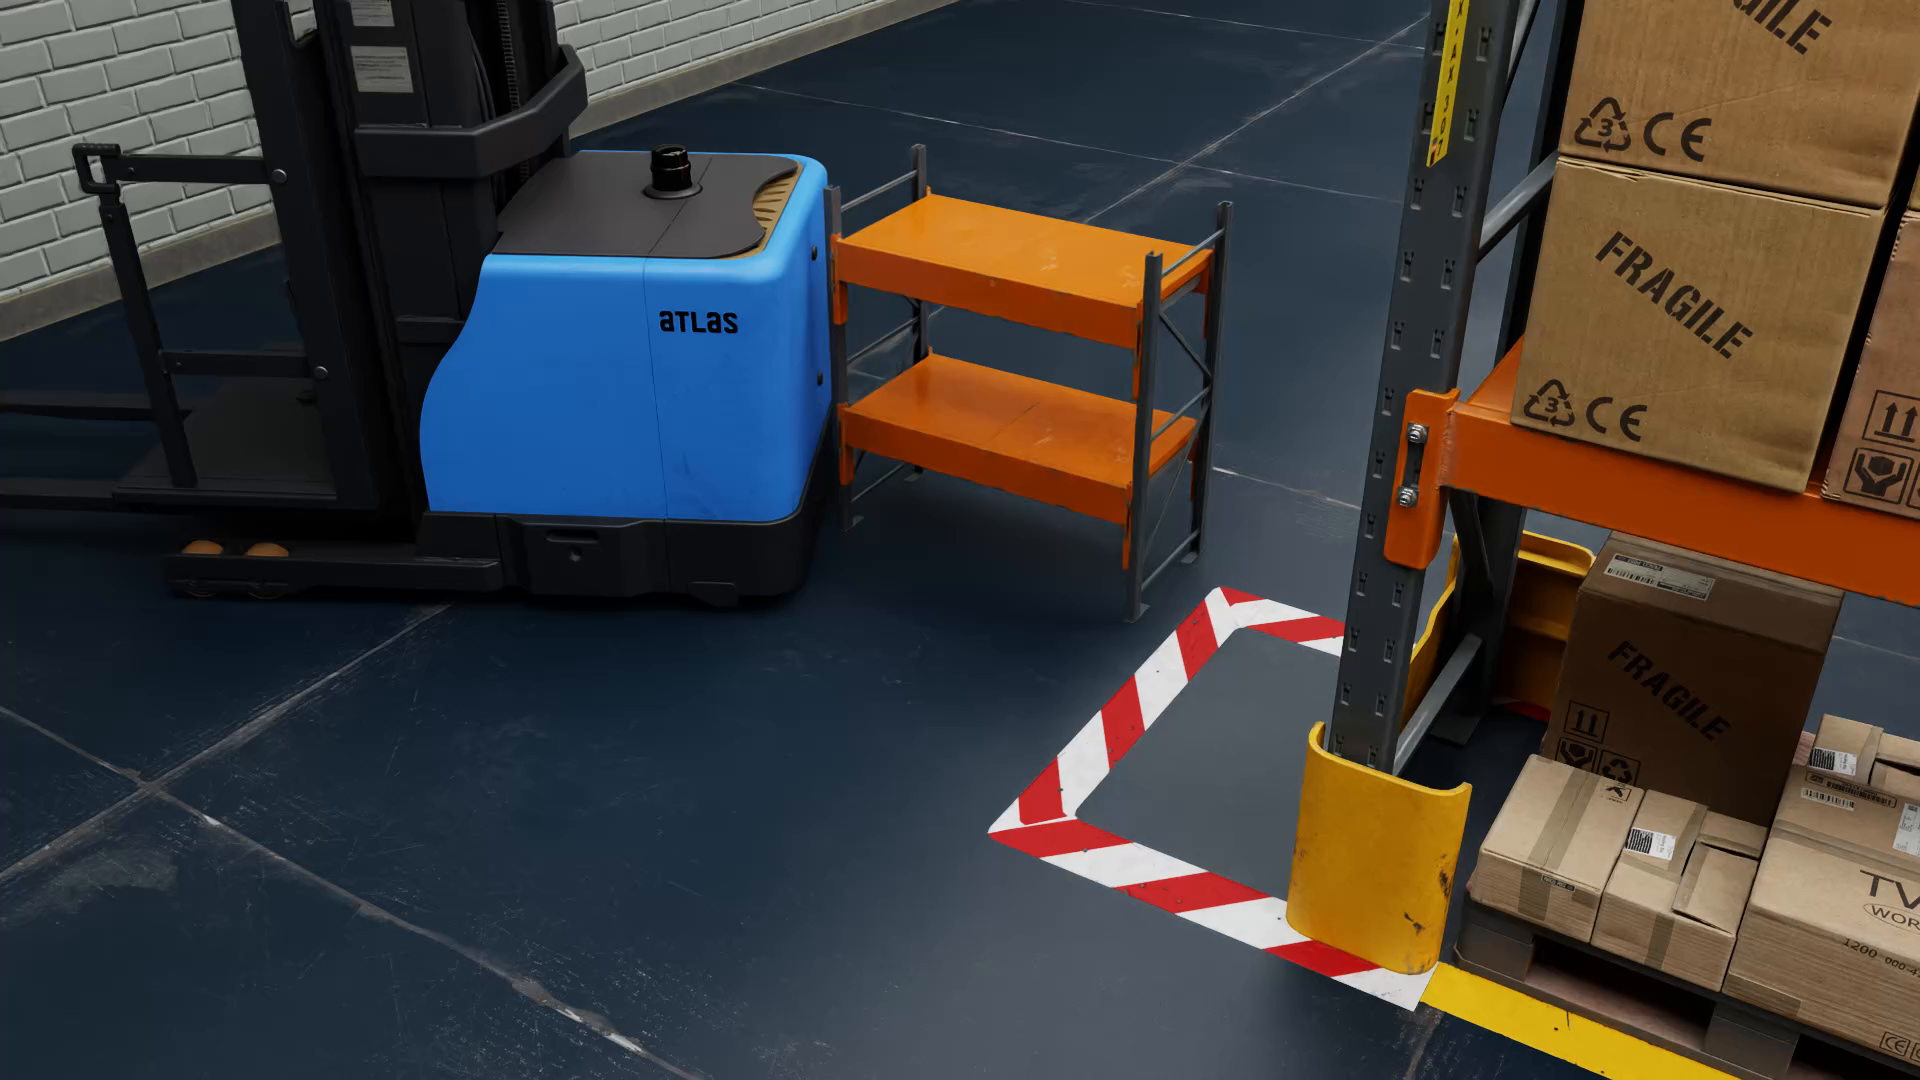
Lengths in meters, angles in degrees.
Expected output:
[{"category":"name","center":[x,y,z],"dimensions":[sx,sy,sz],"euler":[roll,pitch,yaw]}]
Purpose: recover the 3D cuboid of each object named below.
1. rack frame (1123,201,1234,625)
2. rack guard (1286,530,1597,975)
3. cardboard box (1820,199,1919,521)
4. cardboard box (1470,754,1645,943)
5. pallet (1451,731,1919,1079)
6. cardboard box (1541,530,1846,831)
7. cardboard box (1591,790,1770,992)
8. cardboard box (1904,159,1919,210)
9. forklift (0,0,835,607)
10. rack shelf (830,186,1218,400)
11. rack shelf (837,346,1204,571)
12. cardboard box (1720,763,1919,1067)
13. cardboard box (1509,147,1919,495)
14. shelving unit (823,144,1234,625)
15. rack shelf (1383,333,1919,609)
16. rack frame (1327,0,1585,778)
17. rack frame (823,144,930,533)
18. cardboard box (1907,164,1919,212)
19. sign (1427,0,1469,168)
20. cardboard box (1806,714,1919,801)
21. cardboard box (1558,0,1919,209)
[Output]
[{"category":"rack frame","center":[0.620,-0.351,4.735],"dimensions":[0.032,1.125,0.500],"euler":[17,34,27]},{"category":"rack guard","center":[1.172,0.450,3.983],"dimensions":[0.348,0.500,1.175],"euler":[18,35,27]},{"category":"cardboard box","center":[1.783,-0.326,2.733],"dimensions":[0.500,0.500,0.500],"euler":[17,34,27]},{"category":"cardboard box","center":[1.279,0.650,3.551],"dimensions":[0.250,0.149,0.380],"euler":[18,35,27]},{"category":"pallet","center":[1.847,0.788,3.690],"dimensions":[1.213,0.211,1.003],"euler":[18,35,27]},{"category":"cardboard box","center":[1.699,0.280,3.837],"dimensions":[0.500,0.500,0.500],"euler":[18,35,27]},{"category":"cardboard box","center":[1.491,0.709,3.432],"dimensions":[0.250,0.166,0.380],"euler":[18,35,27]},{"category":"cardboard box","center":[1.631,-0.690,3.356],"dimensions":[0.500,0.500,0.500],"euler":[19,35,29]},{"category":"forklift","center":[-1.939,-1.353,4.660],"dimensions":[3.031,2.935,1.130],"euler":[2,30,3]},{"category":"rack shelf","center":[0.186,-0.737,4.817],"dimensions":[1.000,0.278,0.538],"euler":[17,34,27]},{"category":"rack shelf","center":[0.186,-0.273,5.088],"dimensions":[1.000,0.278,0.538],"euler":[17,34,27]},{"category":"cardboard box","center":[1.841,0.748,3.283],"dimensions":[0.500,0.250,0.500],"euler":[18,35,27]},{"category":"cardboard box","center":[1.343,-0.462,2.966],"dimensions":[0.500,0.500,0.500],"euler":[18,35,28]},{"category":"shelving unit","center":[0.186,-0.485,4.964],"dimensions":[1.048,1.125,0.538],"euler":[17,34,27]},{"category":"rack shelf","center":[2.801,0.196,2.651],"dimensions":[4.000,0.370,1.077],"euler":[18,35,27]},{"category":"rack frame","center":[1.107,-0.650,3.388],"dimensions":[0.127,3.000,1.000],"euler":[18,35,27]},{"category":"rack frame","center":[-0.248,-0.618,5.194],"dimensions":[0.032,1.125,0.500],"euler":[17,34,27]},{"category":"cardboard box","center":[1.790,-0.757,2.479],"dimensions":[0.500,0.500,0.500],"euler":[18,35,28]},{"category":"sign","center":[0.819,-0.792,2.772],"dimensions":[0.005,0.325,0.100],"euler":[18,35,27]},{"category":"cardboard box","center":[1.994,0.571,3.669],"dimensions":[0.250,0.166,0.380],"euler":[18,35,27]},{"category":"cardboard box","center":[1.343,-0.894,2.714],"dimensions":[0.500,0.500,0.500],"euler":[19,35,29]}]
